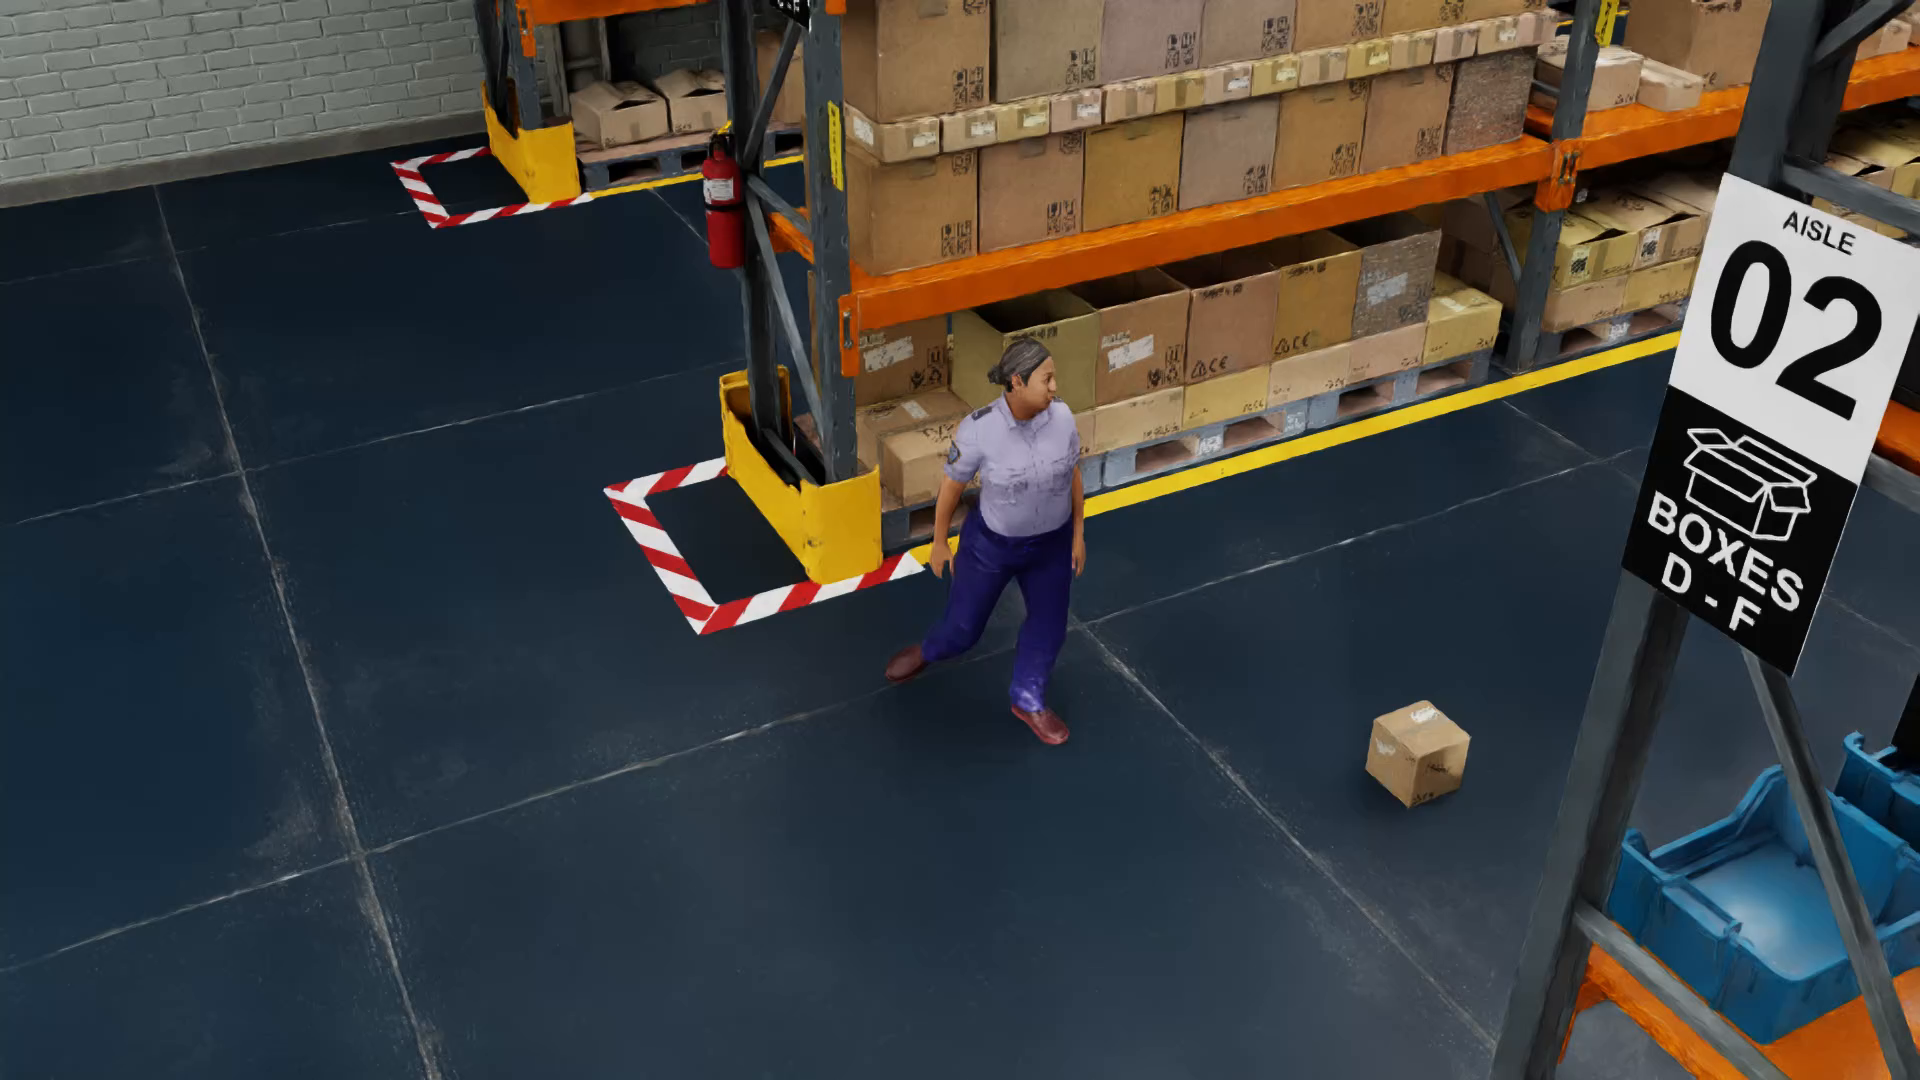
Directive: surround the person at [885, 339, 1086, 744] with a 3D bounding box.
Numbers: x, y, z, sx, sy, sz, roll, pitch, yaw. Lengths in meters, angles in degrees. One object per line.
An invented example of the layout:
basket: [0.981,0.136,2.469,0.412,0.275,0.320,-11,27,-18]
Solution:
person: [0.101,-0.003,6.166,0.684,1.643,0.596,-12,35,-17]
